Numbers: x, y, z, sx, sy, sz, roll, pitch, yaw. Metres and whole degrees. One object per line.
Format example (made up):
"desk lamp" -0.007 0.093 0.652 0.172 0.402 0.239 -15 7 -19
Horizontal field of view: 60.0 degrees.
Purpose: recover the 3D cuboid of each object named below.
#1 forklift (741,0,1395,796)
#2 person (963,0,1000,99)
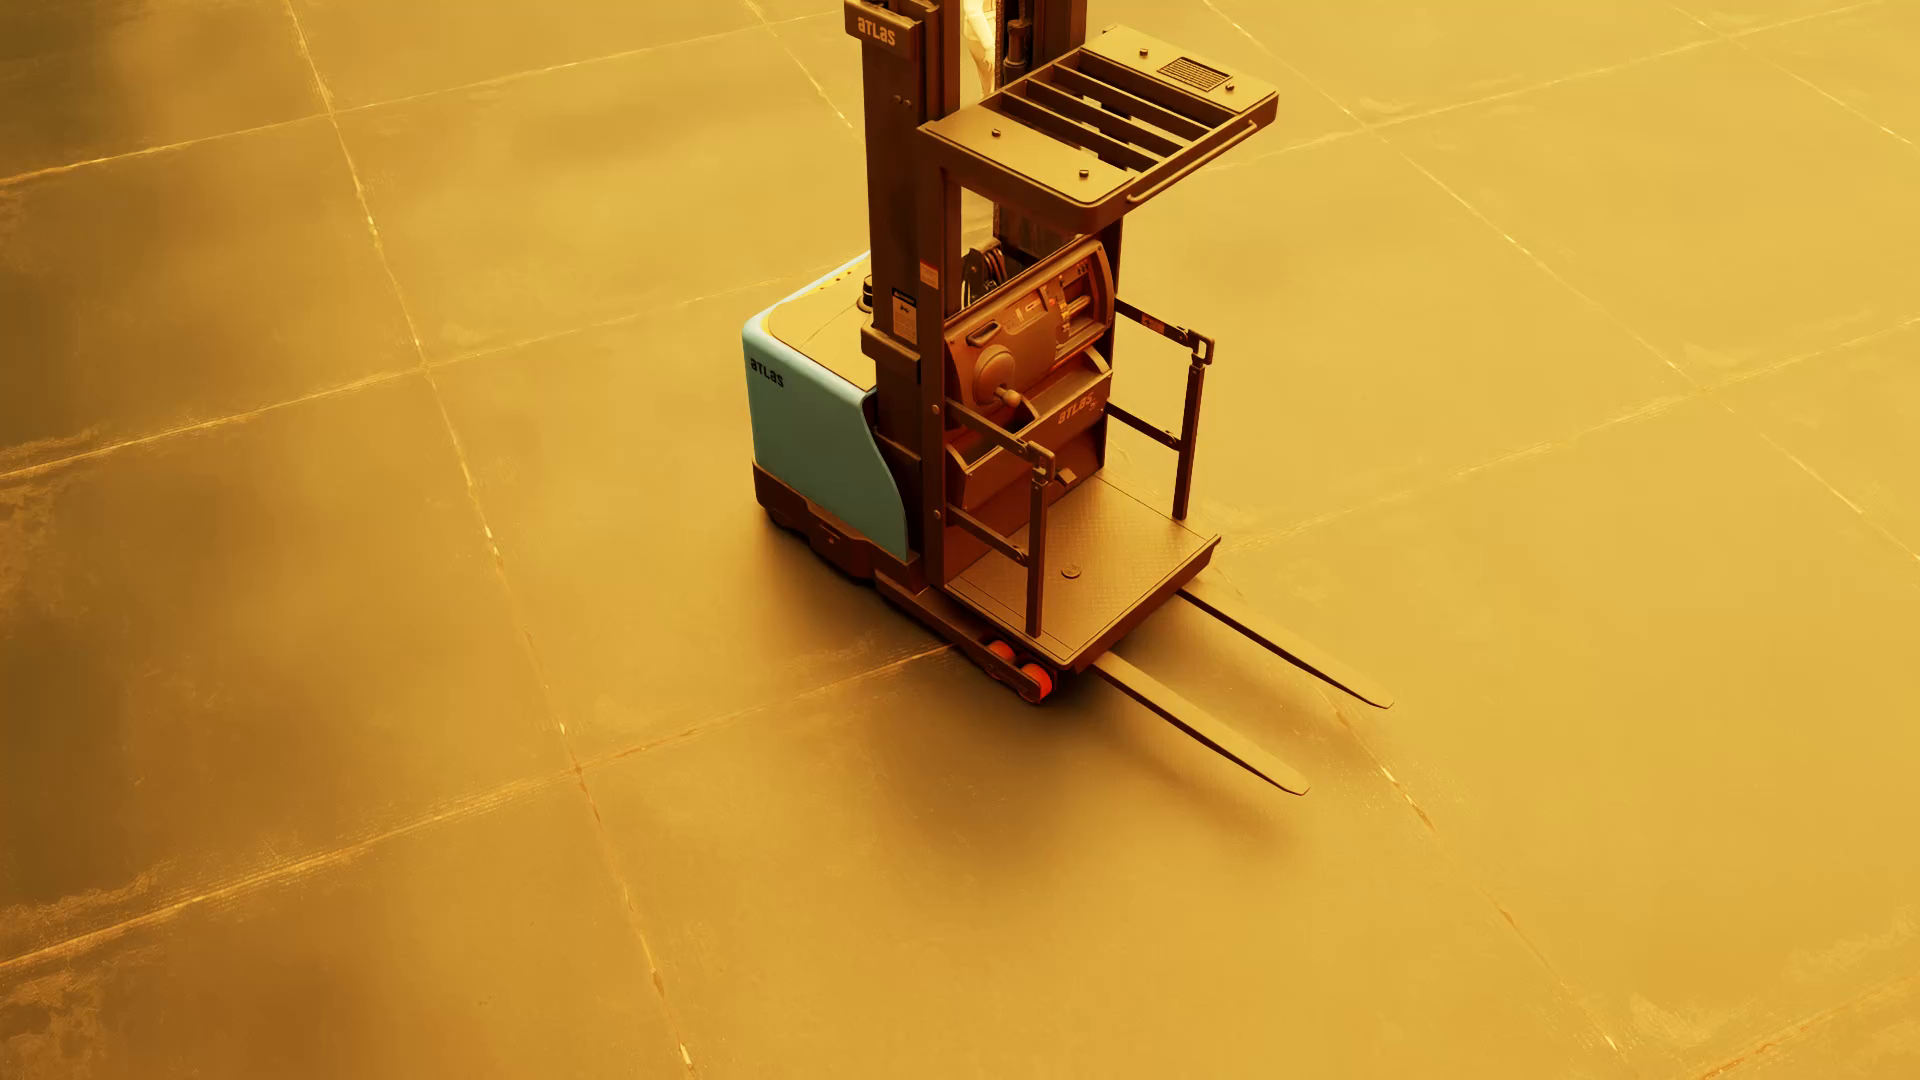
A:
"forklift" 0.445 -0.788 6.525 3.031 2.935 1.130 32 52 30
"person" 0.250 -2.965 9.753 0.532 1.695 0.585 8 44 9
